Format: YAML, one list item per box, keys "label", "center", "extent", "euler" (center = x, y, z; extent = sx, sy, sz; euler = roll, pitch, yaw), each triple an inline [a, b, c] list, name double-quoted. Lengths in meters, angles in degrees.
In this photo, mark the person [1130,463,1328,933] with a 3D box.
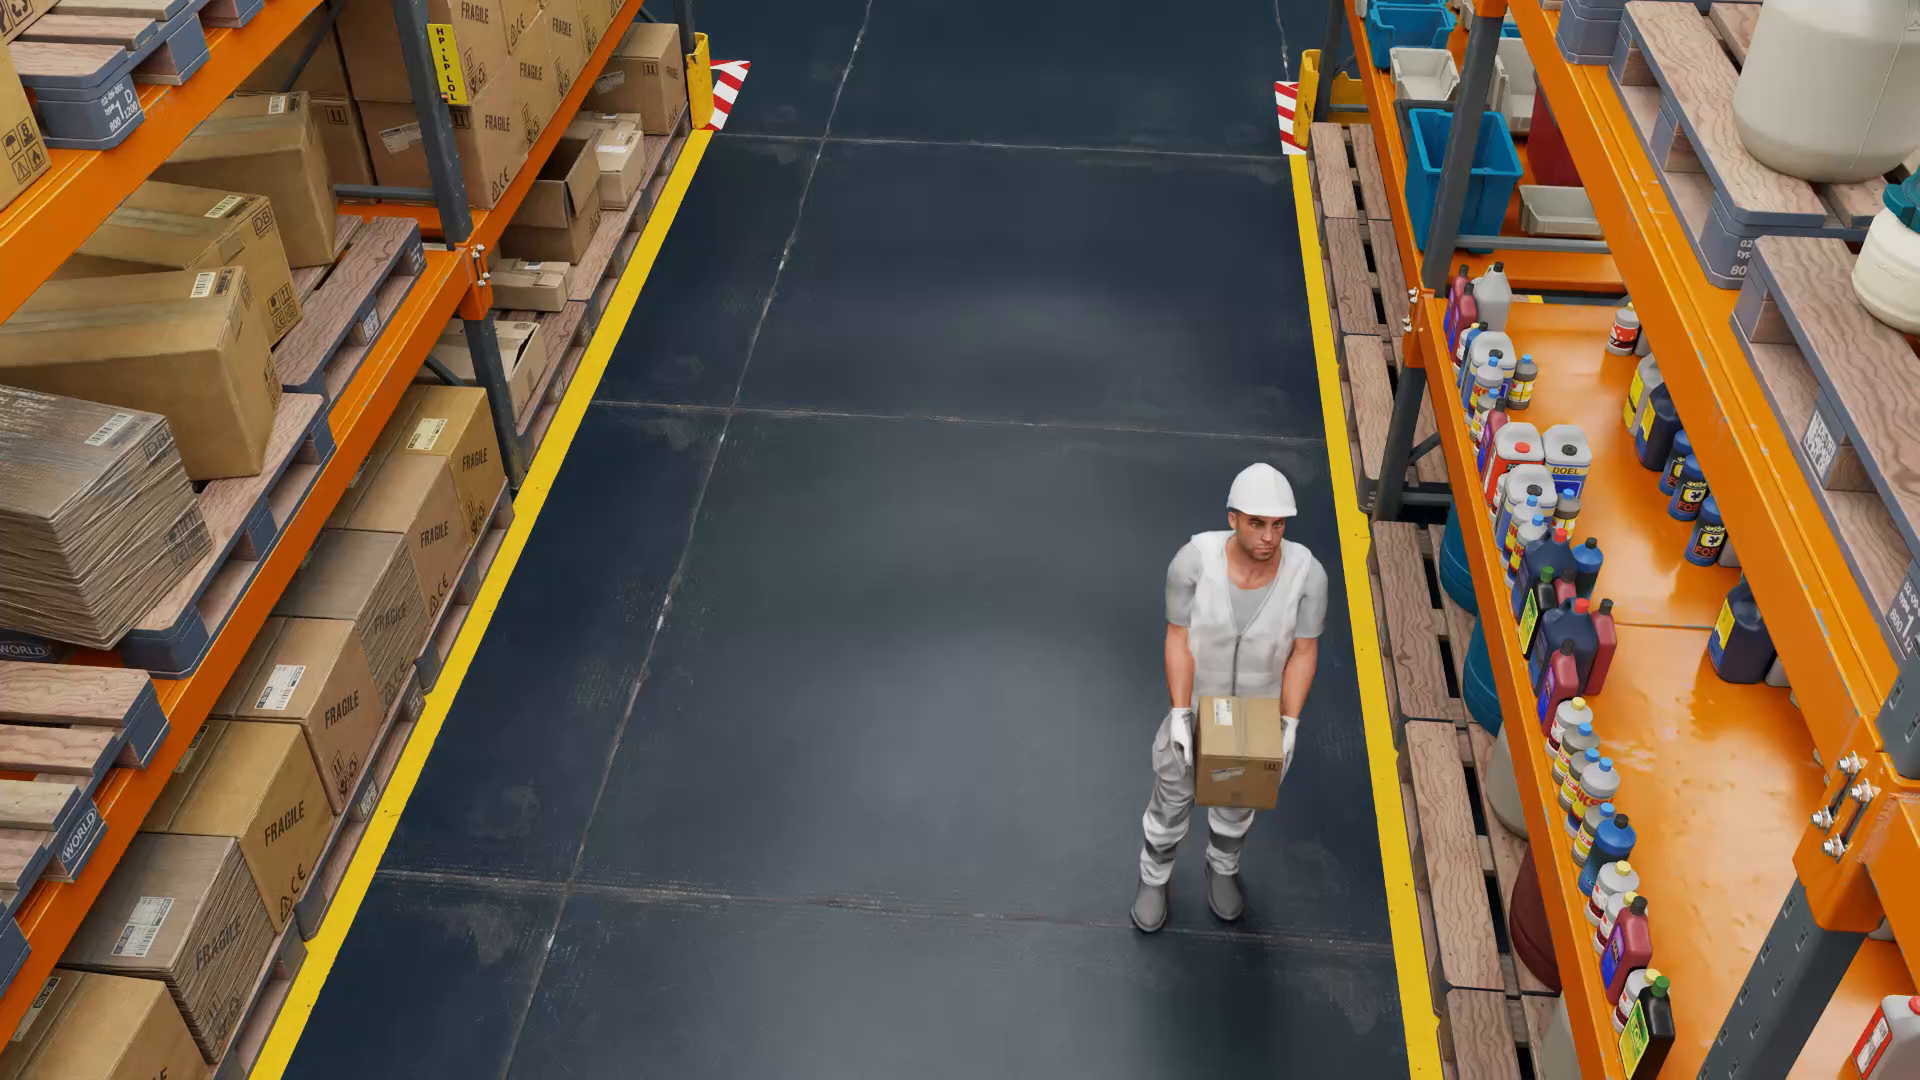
- label: "person"
  center: [0.883, 0.572, 5.444]
  extent: [0.535, 1.793, 0.525]
  euler: [3, 40, 4]
